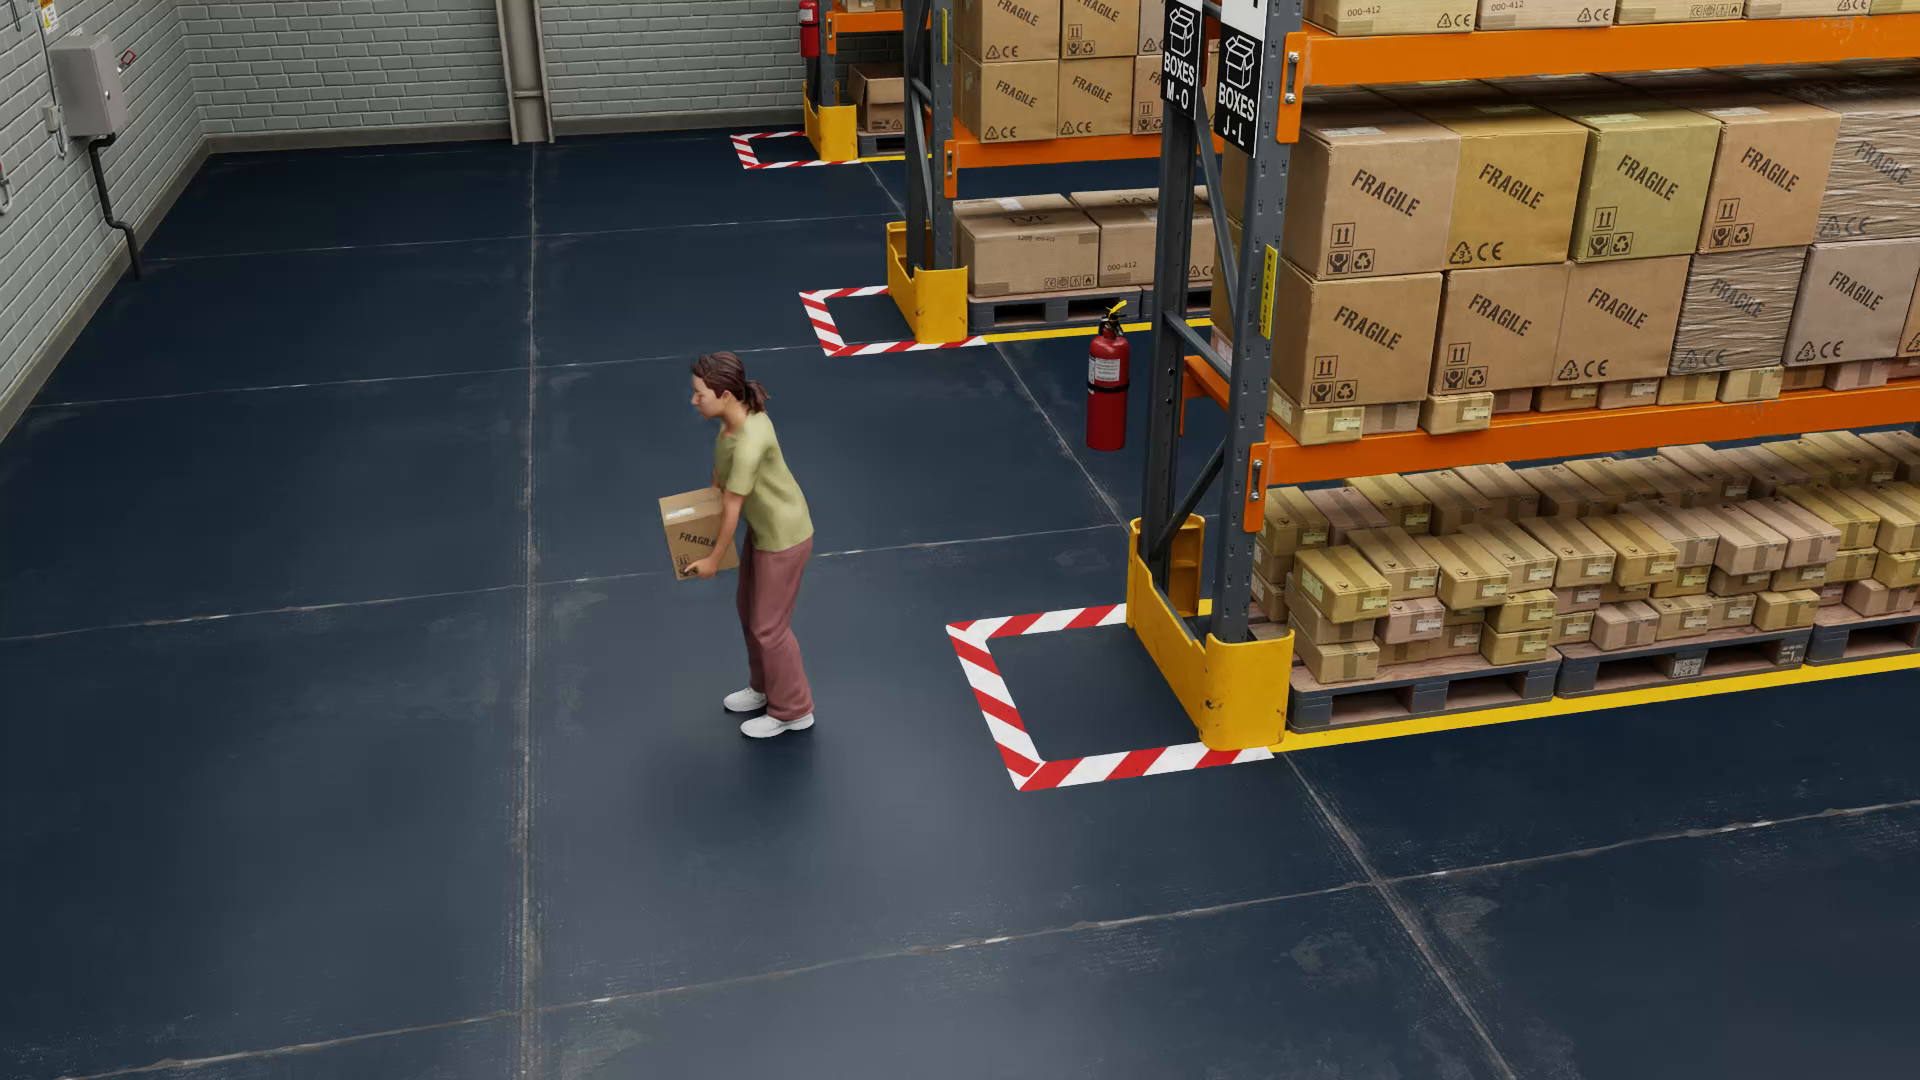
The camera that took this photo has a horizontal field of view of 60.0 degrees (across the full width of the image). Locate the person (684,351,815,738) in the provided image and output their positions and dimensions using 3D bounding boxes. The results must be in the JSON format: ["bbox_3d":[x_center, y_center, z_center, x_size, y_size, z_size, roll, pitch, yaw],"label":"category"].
[{"bbox_3d":[-0.848,0.020,6.621,0.527,1.644,0.406,-6,28,-12],"label":"person"}]
